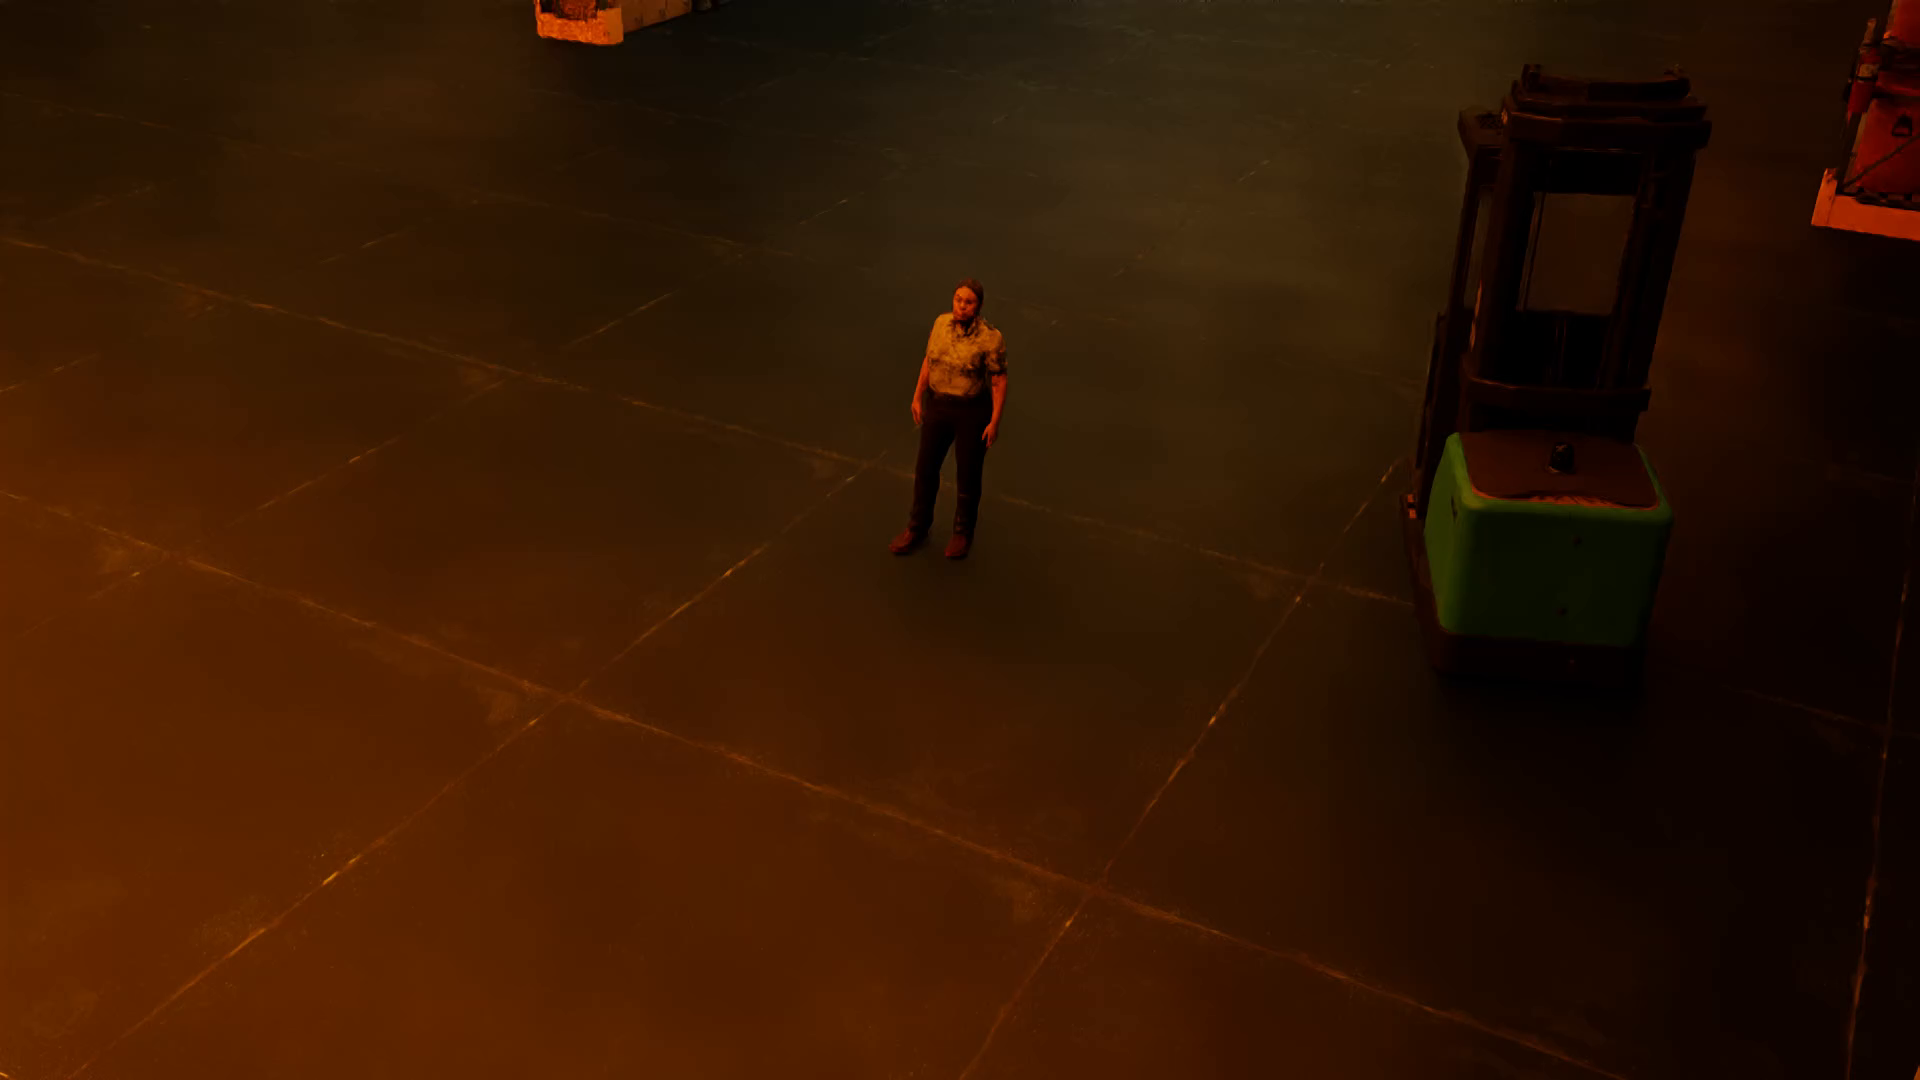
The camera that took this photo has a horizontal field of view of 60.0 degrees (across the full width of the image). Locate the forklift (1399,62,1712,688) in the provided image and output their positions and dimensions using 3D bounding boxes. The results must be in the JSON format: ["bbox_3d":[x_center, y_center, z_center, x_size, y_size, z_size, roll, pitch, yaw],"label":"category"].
[{"bbox_3d":[3.214,-1.229,9.200,1.130,2.935,3.031,4,30,8],"label":"forklift"}]

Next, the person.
[{"bbox_3d":[-0.063,-0.682,9.531,0.599,1.642,0.502,15,33,25],"label":"person"}]
